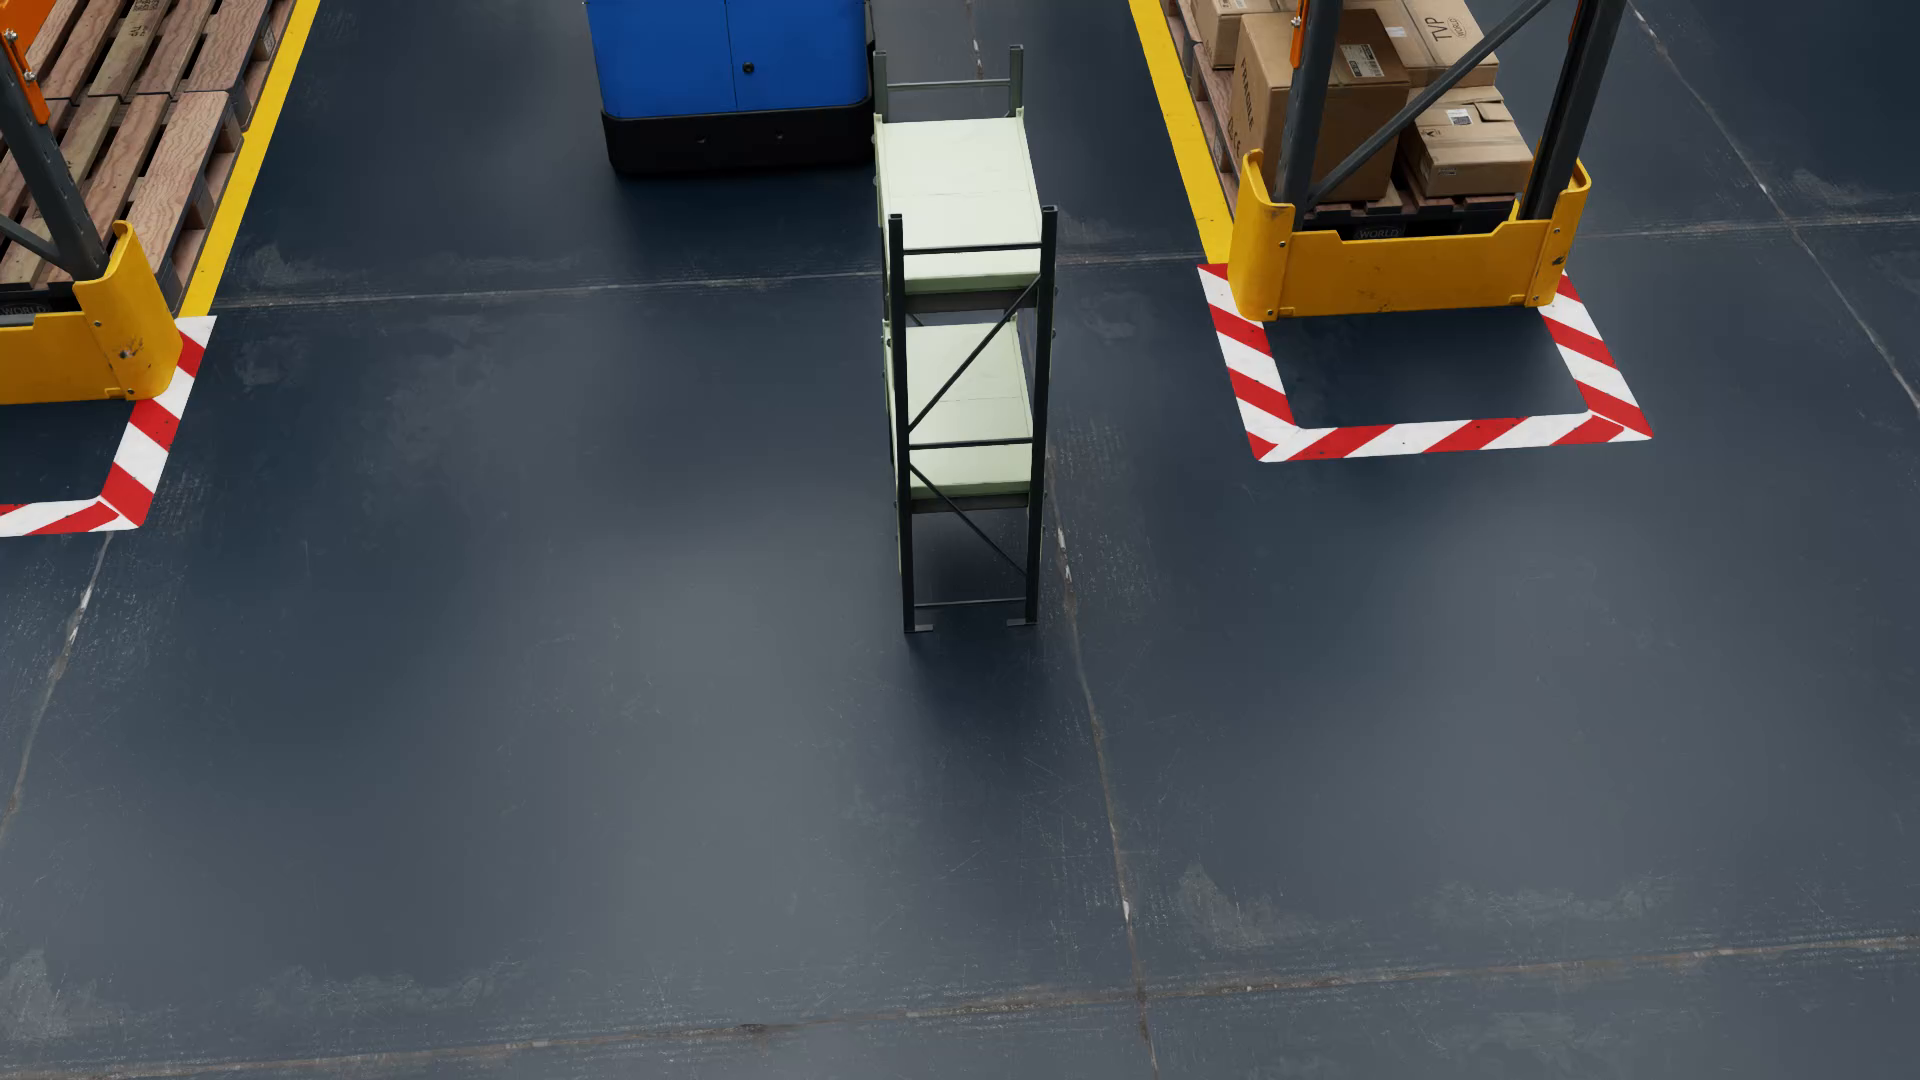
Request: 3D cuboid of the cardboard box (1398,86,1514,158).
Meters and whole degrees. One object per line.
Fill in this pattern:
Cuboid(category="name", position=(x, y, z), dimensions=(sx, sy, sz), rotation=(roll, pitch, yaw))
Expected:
Cuboid(category="cardboard box", position=(1.877, -1.602, 6.349), dimensions=(0.380, 0.166, 0.250), rotation=(-3, 47, -3))

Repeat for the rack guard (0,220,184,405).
Cuboid(category="rack guard", position=(-3.330, -0.746, 5.612), dimensions=(1.175, 0.500, 0.348), rotation=(-3, 47, -3))

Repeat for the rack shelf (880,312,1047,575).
Cuboid(category="rack shelf", position=(-0.001, -0.296, 4.947), dimensions=(0.431, 0.370, 0.720), rotation=(-3, 47, -3))

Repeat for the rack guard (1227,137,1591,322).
Cuboid(category="rack guard", position=(1.585, -1.115, 5.962), dimensions=(1.175, 0.500, 0.348), rotation=(-3, 47, -3))

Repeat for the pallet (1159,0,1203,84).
Cuboid(category="pallet", position=(1.418, -2.473, 7.447), dimensions=(1.003, 0.211, 1.213), rotation=(-3, 47, -3))

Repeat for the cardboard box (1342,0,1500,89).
Cuboid(category="cardboard box", position=(1.786, -1.898, 6.573), dimensions=(0.500, 0.250, 0.500), rotation=(-3, 47, -3))

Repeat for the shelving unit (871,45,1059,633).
Cuboid(category="shelving unit", position=(-0.001, -0.521, 4.710), dimensions=(0.431, 1.500, 0.755), rotation=(-3, 47, -3))

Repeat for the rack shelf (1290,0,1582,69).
Cuboid(category="rack shelf", position=(1.424, -3.120, 6.634), dimensions=(1.077, 0.370, 4.000), rotation=(-3, 47, -3))

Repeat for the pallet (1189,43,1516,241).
Cuboid(category="pallet", position=(1.517, -1.593, 6.613), dimensions=(1.003, 0.211, 1.213), rotation=(-3, 47, -3))

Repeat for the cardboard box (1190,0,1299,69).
Cuboid(category="cardboard box", position=(1.250, -2.193, 6.852), dimensions=(0.500, 0.250, 0.500), rotation=(-3, 47, -3))

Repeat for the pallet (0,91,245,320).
Cuboid(category="pallet", position=(-3.376, -1.262, 6.300), dimensions=(1.003, 0.211, 1.213), rotation=(-3, 47, -3))

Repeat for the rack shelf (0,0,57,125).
Cuboid(category="rack shelf", position=(-3.513, -2.821, 6.352), dimensions=(1.077, 0.370, 4.000), rotation=(-3, 47, -3))

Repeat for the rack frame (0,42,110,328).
Cuboid(category="rack frame", position=(-3.345, -1.622, 4.720), dimensions=(1.000, 3.000, 0.127), rotation=(-3, 47, -3))

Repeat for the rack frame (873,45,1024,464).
Cuboid(category="rack frame", position=(-0.031, -0.785, 4.961), dimensions=(0.400, 1.500, 0.023), rotation=(-3, 47, -3))

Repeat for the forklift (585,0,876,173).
Cuboid(category="forklift", position=(-1.017, -3.519, 6.564), dimensions=(1.130, 2.935, 3.031), rotation=(-5, 47, -4))

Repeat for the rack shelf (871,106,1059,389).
Cuboid(category="rack shelf", position=(-0.001, -0.789, 4.427), dimensions=(0.431, 0.370, 0.720), rotation=(-3, 47, -3))

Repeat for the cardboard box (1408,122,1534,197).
Cuboid(category="cardboard box", position=(1.898, -1.415, 6.185), dimensions=(0.380, 0.149, 0.250), rotation=(-3, 47, -3))

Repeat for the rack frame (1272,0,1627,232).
Cuboid(category="rack frame", position=(1.591, -1.920, 5.002), dimensions=(1.000, 3.000, 0.127), rotation=(-3, 47, -3))

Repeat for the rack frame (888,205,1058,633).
Cuboid(category="rack frame", position=(0.030, -0.256, 4.459), dimensions=(0.400, 1.500, 0.023), rotation=(-3, 47, -3))

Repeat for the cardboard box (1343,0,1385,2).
Cuboid(category="cardboard box", position=(1.744, -2.260, 6.915), dimensions=(0.500, 0.250, 0.500), rotation=(-3, 47, -3))

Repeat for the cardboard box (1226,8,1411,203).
Cuboid(category="cardboard box", position=(1.300, -1.590, 6.109), dimensions=(0.500, 0.500, 0.500), rotation=(-3, 47, -3))

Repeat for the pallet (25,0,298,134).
Cuboid(category="pallet", position=(-3.475, -2.142, 7.134), dimensions=(1.003, 0.211, 1.213), rotation=(-3, 47, -3))
